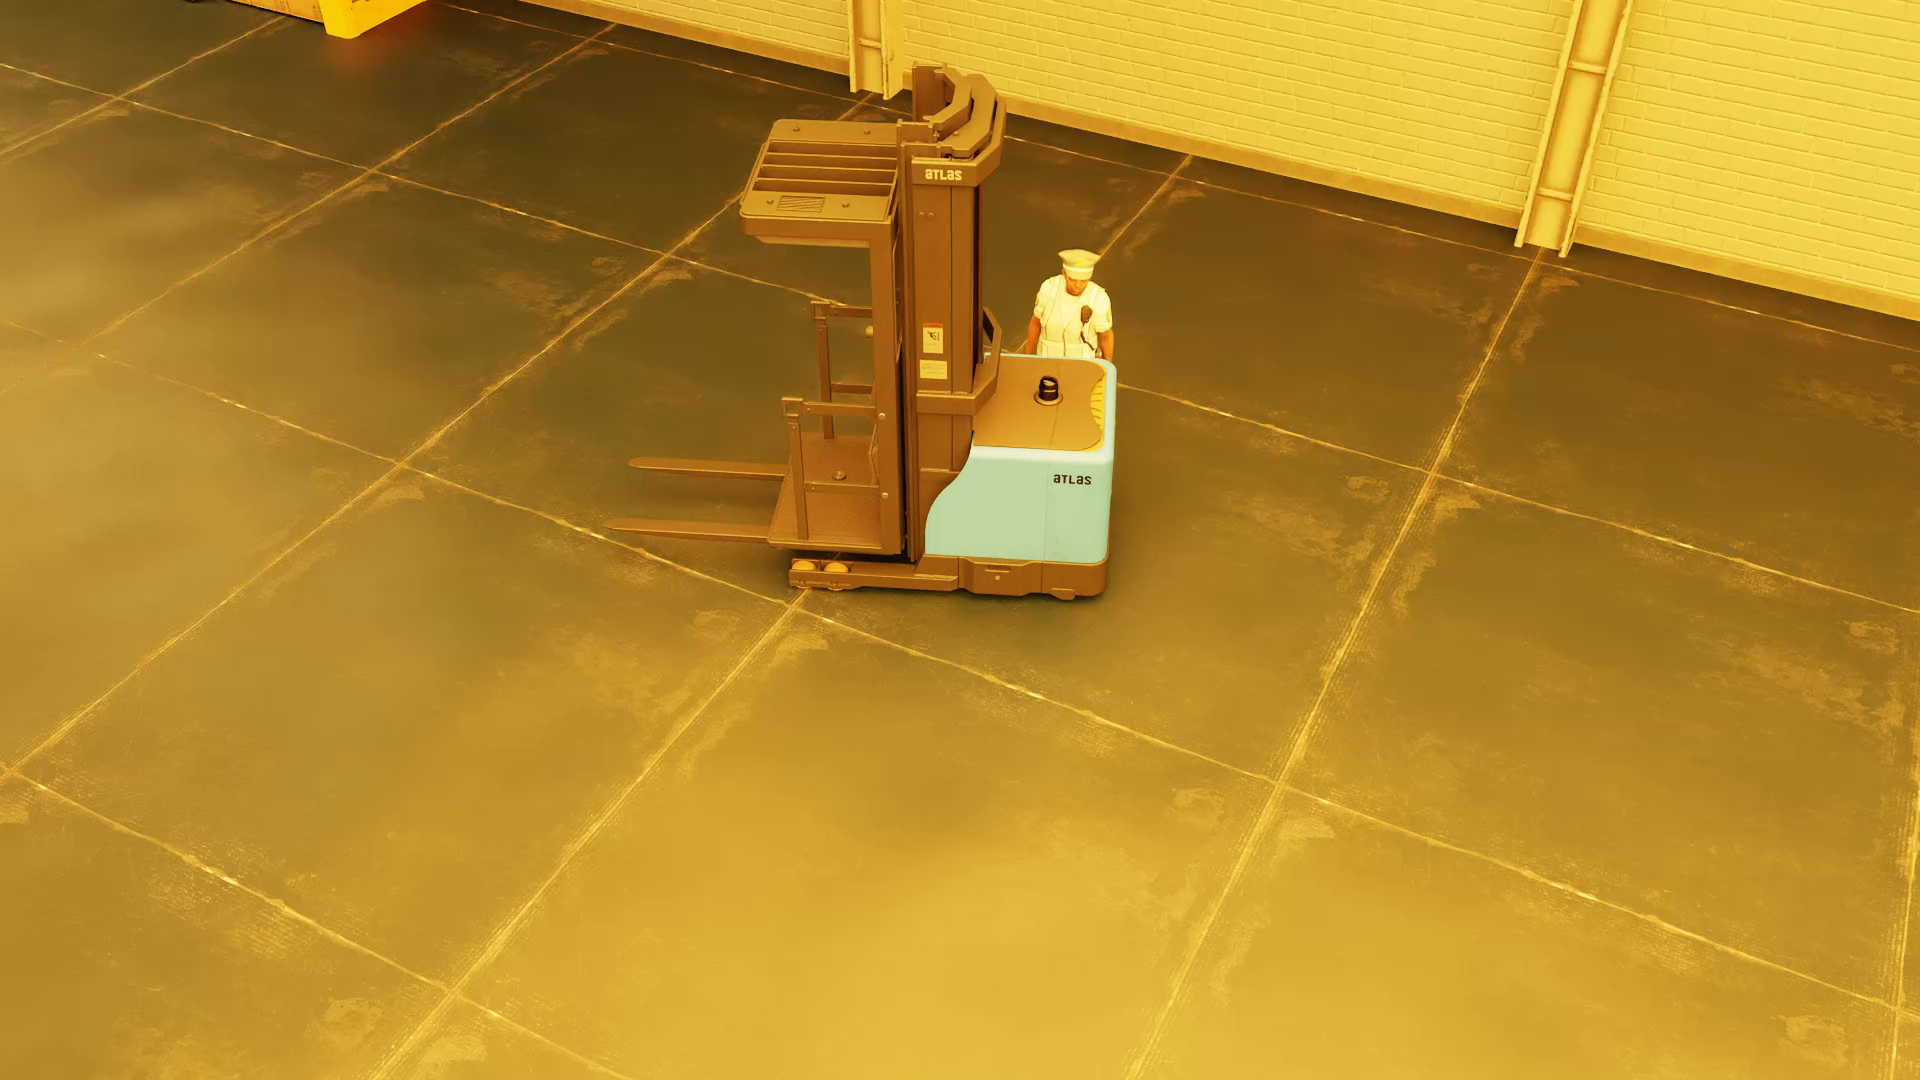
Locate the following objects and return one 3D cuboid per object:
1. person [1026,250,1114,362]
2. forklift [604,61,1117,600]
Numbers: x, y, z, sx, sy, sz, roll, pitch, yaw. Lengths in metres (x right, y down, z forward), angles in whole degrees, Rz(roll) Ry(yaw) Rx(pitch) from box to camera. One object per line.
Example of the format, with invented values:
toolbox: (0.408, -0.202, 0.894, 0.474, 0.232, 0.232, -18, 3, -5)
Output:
person: (0.619, -1.005, 10.137, 0.572, 1.682, 0.567, 9, 41, 10)
forklift: (-0.606, -1.157, 9.360, 3.031, 2.935, 1.130, 3, 40, 4)
